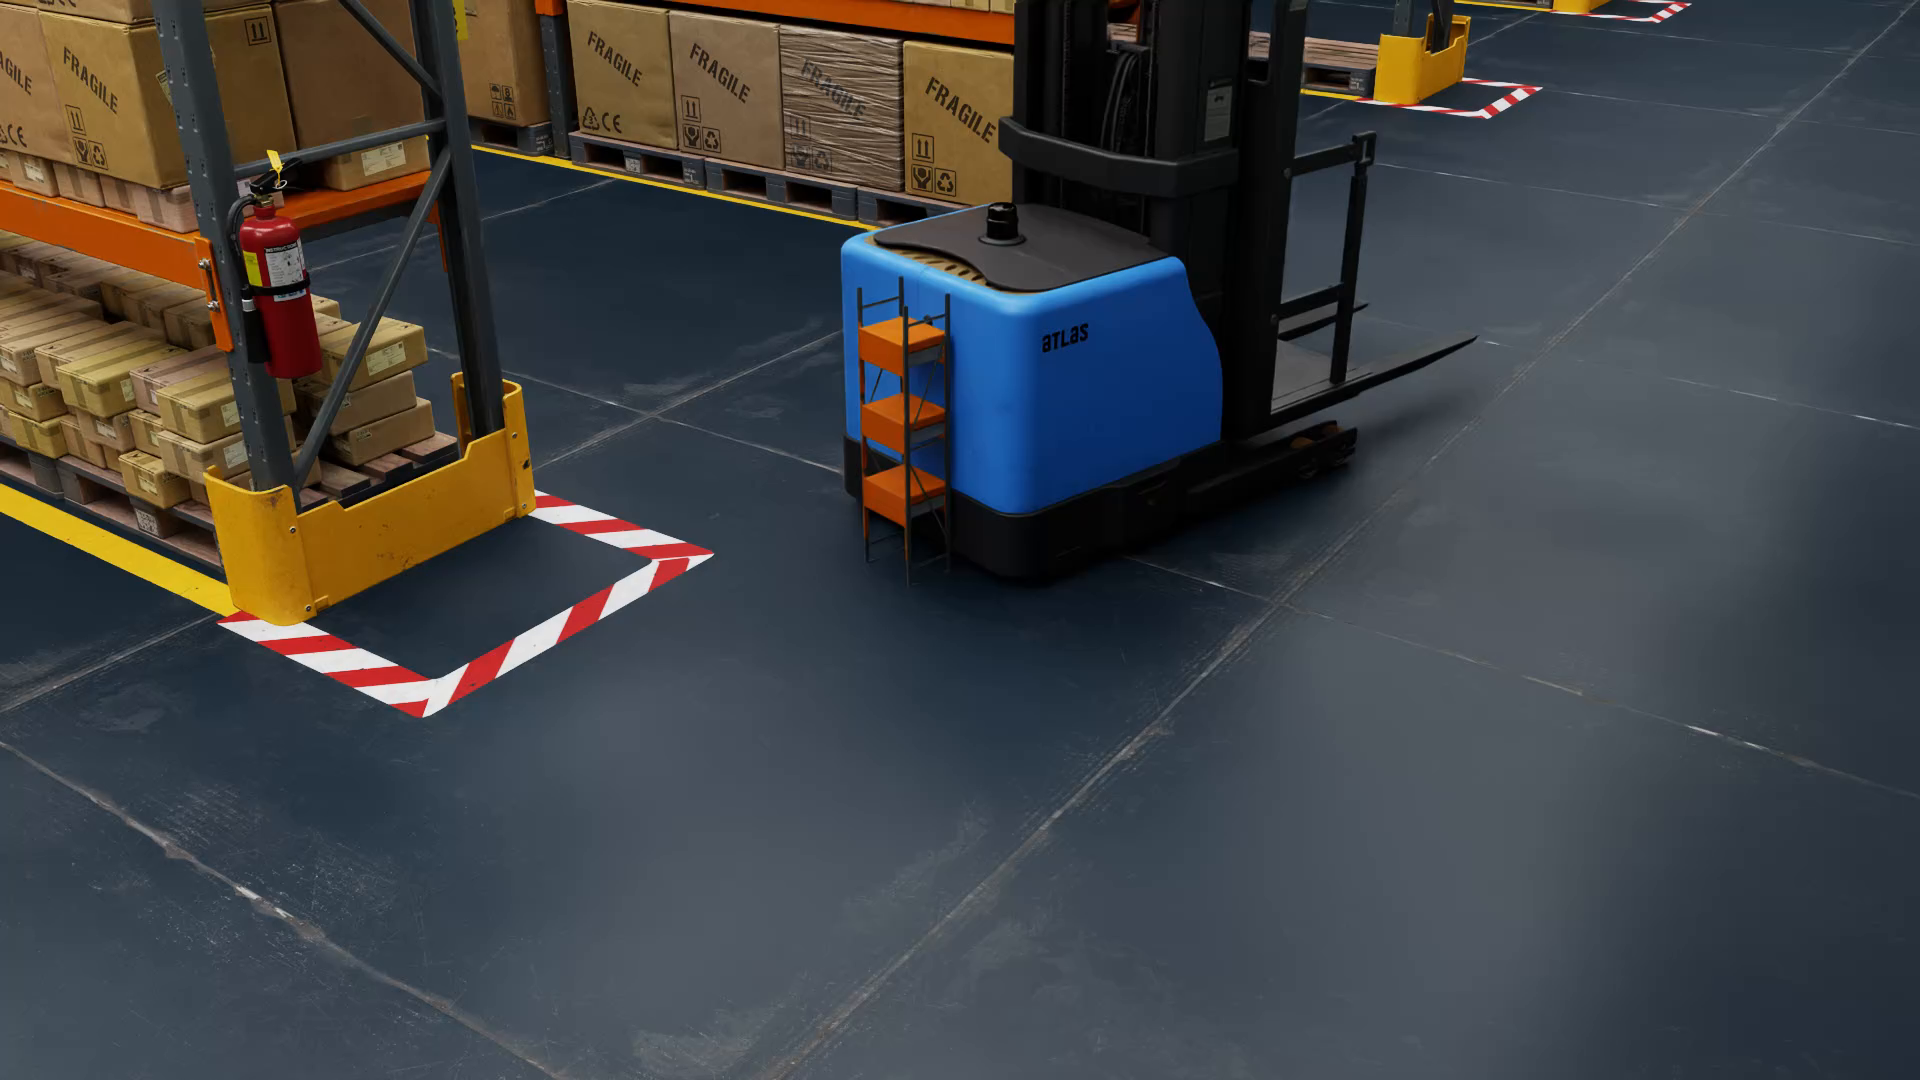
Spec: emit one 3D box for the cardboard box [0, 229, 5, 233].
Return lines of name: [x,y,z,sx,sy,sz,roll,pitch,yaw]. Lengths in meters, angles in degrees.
cardboard box: [-4.453,-1.376,7.672,0.250,0.149,0.380,17,32,30]

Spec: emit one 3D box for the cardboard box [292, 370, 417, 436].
cardboard box: [-2.325,-0.553,6.382,0.250,0.149,0.380,19,32,32]

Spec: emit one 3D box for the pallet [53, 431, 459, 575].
pallet: [-2.751,-0.272,6.552,1.213,0.211,1.003,17,32,30]

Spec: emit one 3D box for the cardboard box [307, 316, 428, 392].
cardboard box: [-2.278,-0.717,6.376,0.250,0.149,0.380,16,31,28]

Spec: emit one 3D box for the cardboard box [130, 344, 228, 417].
cardboard box: [-2.793,-0.583,6.112,0.250,0.149,0.380,18,32,31]

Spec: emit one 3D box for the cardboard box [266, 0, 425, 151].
cardboard box: [-2.252,-1.669,5.785,0.500,0.500,0.500,19,33,33]

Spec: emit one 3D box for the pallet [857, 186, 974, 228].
pallet: [0.149,-2.035,10.017,1.213,0.211,1.003,17,32,30]

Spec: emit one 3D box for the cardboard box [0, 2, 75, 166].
cardboard box: [-2.976,-1.604,5.657,0.500,0.500,0.500,17,31,30]

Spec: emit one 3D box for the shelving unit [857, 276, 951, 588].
shelving unit: [-0.191,-0.369,5.817,0.215,1.050,0.252,-22,34,-36]

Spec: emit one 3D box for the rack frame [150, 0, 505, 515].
rack frame: [-2.039,-1.274,5.446,0.127,3.000,1.000,17,32,30]

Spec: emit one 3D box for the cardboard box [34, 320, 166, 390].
cardboard box: [-3.256,-0.692,6.326,0.250,0.149,0.380,16,31,28]

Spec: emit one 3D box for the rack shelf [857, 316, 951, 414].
rack shelf: [-0.191,-0.612,5.693,0.215,0.259,0.240,-22,34,-36]

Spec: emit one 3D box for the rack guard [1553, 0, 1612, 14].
rack guard: [6.402,-5.710,16.919,0.348,0.500,1.175,17,32,30]

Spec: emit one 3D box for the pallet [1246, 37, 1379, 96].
pallet: [2.999,-3.937,13.754,1.213,0.211,1.003,17,32,30]

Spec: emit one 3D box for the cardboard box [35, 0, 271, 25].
cardboard box: [-2.557,-1.921,5.177,0.500,0.500,0.500,17,31,29]

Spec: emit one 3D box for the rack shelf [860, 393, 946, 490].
rack shelf: [-0.191,-0.359,5.821,0.215,0.259,0.240,-22,34,-36]

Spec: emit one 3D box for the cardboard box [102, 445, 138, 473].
cardboard box: [-3.029,-0.376,6.361,0.250,0.149,0.380,17,32,30]

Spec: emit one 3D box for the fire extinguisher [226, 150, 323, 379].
fire extinguisher: [-2.092,-0.836,5.082,0.183,0.674,0.296,17,32,30]

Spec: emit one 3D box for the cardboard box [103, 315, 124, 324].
cardboard box: [-3.440,-0.868,7.000,0.250,0.149,0.380,19,33,33]

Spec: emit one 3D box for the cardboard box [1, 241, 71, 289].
cardboard box: [-4.008,-1.246,7.415,0.250,0.149,0.380,16,31,28]

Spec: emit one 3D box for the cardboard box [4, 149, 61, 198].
cardboard box: [-3.090,-1.333,5.840,0.250,0.149,0.380,18,32,32]

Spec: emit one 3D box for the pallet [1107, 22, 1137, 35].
pallet: [0.988,-4.564,14.985,1.213,0.211,1.003,17,32,30]

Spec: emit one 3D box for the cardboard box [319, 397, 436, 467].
cardboard box: [-2.289,-0.445,6.496,0.250,0.149,0.380,18,32,31]

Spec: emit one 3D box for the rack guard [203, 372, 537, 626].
rack guard: [-2.101,-0.179,6.051,0.348,0.500,1.175,17,32,30]

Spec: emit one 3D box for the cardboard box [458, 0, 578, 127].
cardboard box: [-2.983,-3.526,11.752,0.875,0.875,1.225,17,32,30]

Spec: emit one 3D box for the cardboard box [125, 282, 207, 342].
cardboard box: [-3.183,-0.963,6.859,0.250,0.149,0.380,19,32,32]

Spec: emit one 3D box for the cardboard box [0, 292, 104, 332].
cardboard box: [-3.664,-0.849,6.636,0.250,0.149,0.380,16,31,29]

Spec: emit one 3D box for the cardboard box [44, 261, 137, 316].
cardboard box: [-3.636,-1.076,7.082,0.250,0.149,0.380,17,32,30]

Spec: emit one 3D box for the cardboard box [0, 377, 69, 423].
cardboard box: [-3.499,-0.613,6.499,0.250,0.149,0.380,18,32,31]

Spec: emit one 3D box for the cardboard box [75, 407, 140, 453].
cardboard box: [-3.065,-0.484,6.247,0.250,0.149,0.380,16,31,28]

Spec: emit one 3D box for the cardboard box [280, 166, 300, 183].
cardboard box: [-2.353,-1.417,6.005,0.250,0.149,0.380,19,32,32]

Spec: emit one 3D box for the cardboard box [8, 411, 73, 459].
cardboard box: [-3.486,-0.476,6.559,0.250,0.149,0.380,16,31,28]

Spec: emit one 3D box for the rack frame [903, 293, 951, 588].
rack frame: [-0.110,-0.327,5.735,0.200,1.050,0.008,-22,34,-36]

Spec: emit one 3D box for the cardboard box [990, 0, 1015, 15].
cardboard box: [0.373,-2.958,9.033,0.250,0.149,0.380,18,32,31]

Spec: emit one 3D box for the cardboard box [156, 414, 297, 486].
cardboard box: [-2.635,-0.352,5.986,0.250,0.149,0.380,16,31,29]

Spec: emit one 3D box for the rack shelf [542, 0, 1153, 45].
rack shelf: [-0.796,-3.295,10.211,4.000,0.370,1.077,17,32,30]

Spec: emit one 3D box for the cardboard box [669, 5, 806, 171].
cardboard box: [-1.204,-2.939,10.597,0.875,0.875,0.875,17,32,30]

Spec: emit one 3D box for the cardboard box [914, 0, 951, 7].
cardboard box: [-0.050,-3.090,9.291,0.250,0.149,0.380,17,32,30]

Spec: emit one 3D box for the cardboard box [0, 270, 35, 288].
cardboard box: [-4.077,-0.984,6.900,0.250,0.149,0.380,16,31,28]

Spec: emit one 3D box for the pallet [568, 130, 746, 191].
pallet: [-1.862,-2.662,11.248,1.213,0.211,1.003,17,32,30]

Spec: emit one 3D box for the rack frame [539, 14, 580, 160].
rack frame: [-2.444,-4.129,11.057,0.127,3.000,1.000,17,32,30]

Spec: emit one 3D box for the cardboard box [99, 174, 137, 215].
cardboard box: [-2.651,-1.218,5.612,0.250,0.149,0.380,17,32,30]

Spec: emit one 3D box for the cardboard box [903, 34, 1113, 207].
cardboard box: [0.280,-2.477,9.689,0.875,0.875,0.875,17,32,30]

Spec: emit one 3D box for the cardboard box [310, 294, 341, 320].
cardboard box: [-2.709,-0.855,6.648,0.250,0.149,0.380,17,32,30]

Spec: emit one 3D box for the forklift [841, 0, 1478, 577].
forklift: [1.001,-1.716,6.390,3.031,2.935,1.130,-21,34,-35]

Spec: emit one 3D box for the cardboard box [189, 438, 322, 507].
cardboard box: [-2.591,-0.247,6.109,0.250,0.149,0.380,18,32,31]
